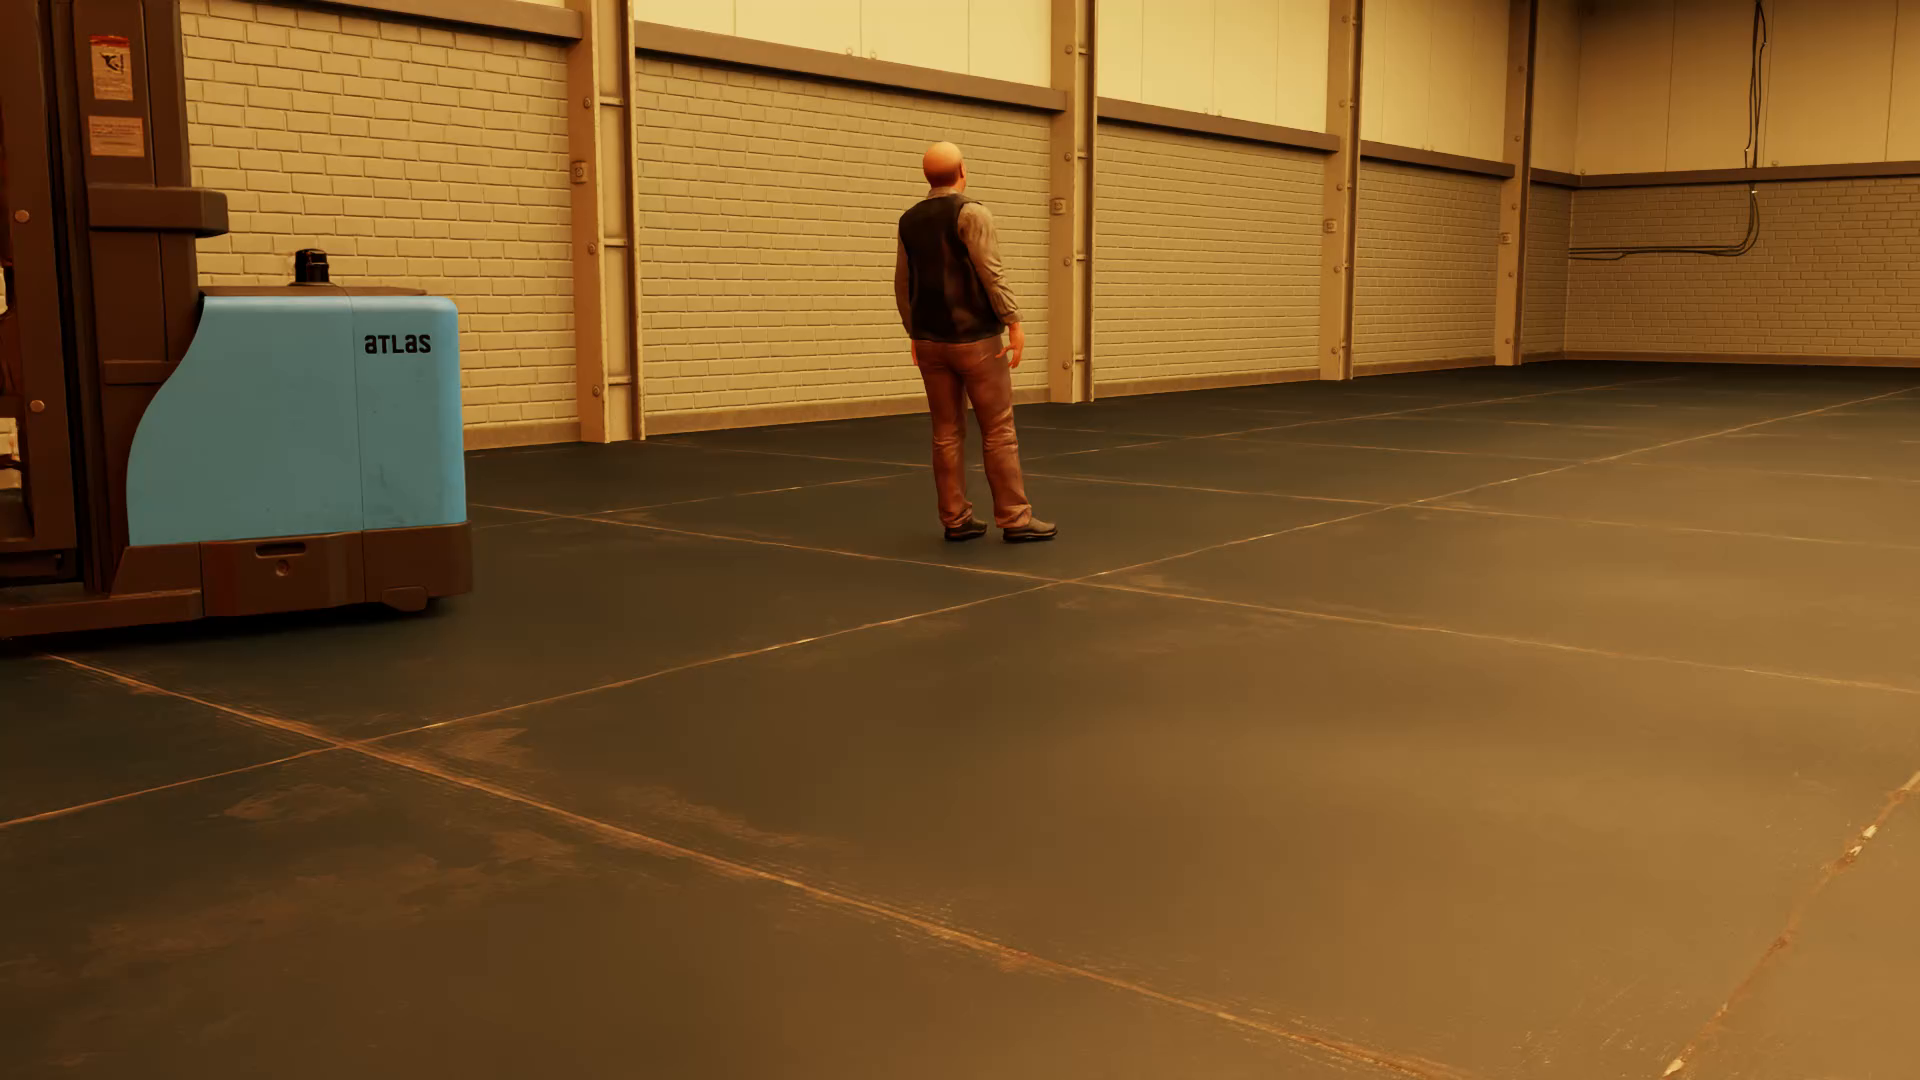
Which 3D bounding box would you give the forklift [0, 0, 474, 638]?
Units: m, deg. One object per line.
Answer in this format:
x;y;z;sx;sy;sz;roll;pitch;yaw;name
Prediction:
-3.203;-1.151;5.148;3.031;2.935;1.130;-5;10;-31;forklift

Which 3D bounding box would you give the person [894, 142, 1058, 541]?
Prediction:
0.045;-0.865;7.323;0.633;1.722;0.566;7;11;38;person
